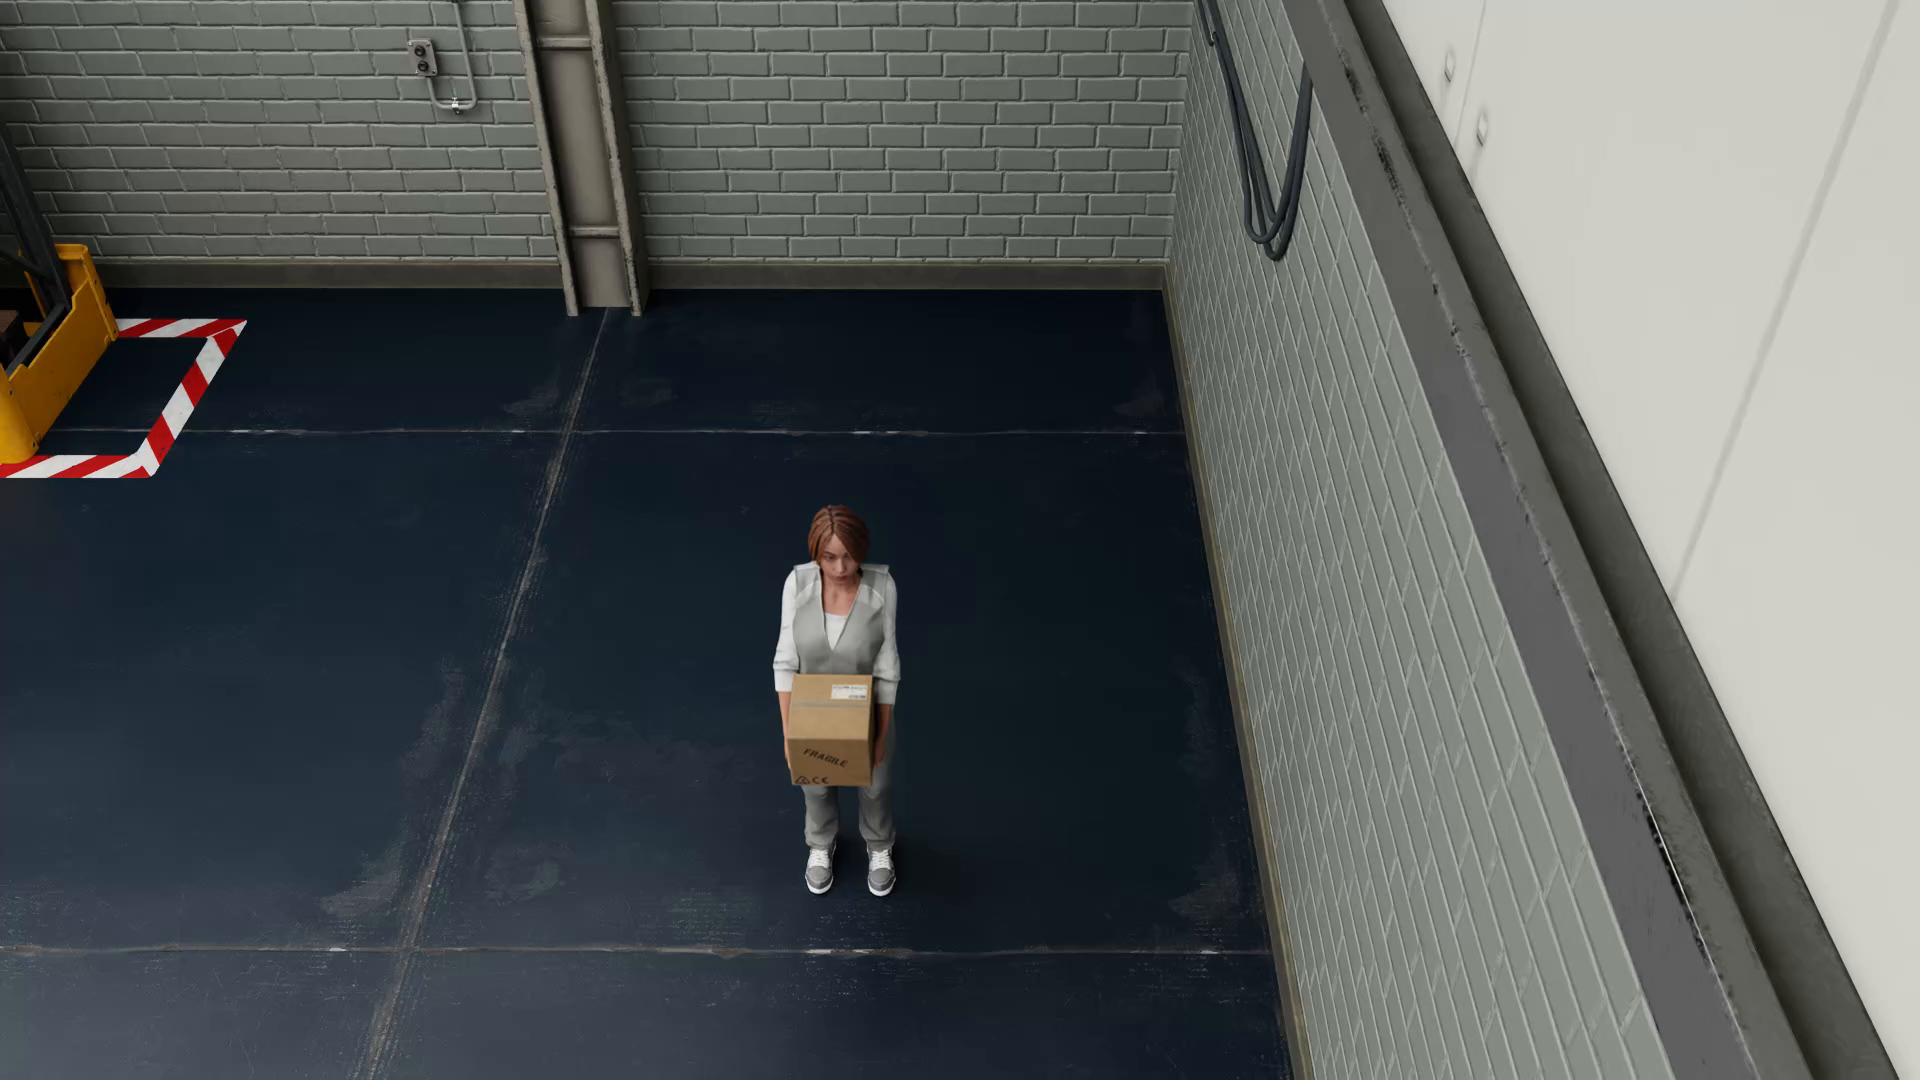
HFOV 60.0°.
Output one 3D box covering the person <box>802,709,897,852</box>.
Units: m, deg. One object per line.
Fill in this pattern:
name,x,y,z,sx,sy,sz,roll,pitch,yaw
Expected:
person,-0.390,0.771,5.701,0.354,0.882,0.248,1,40,1
